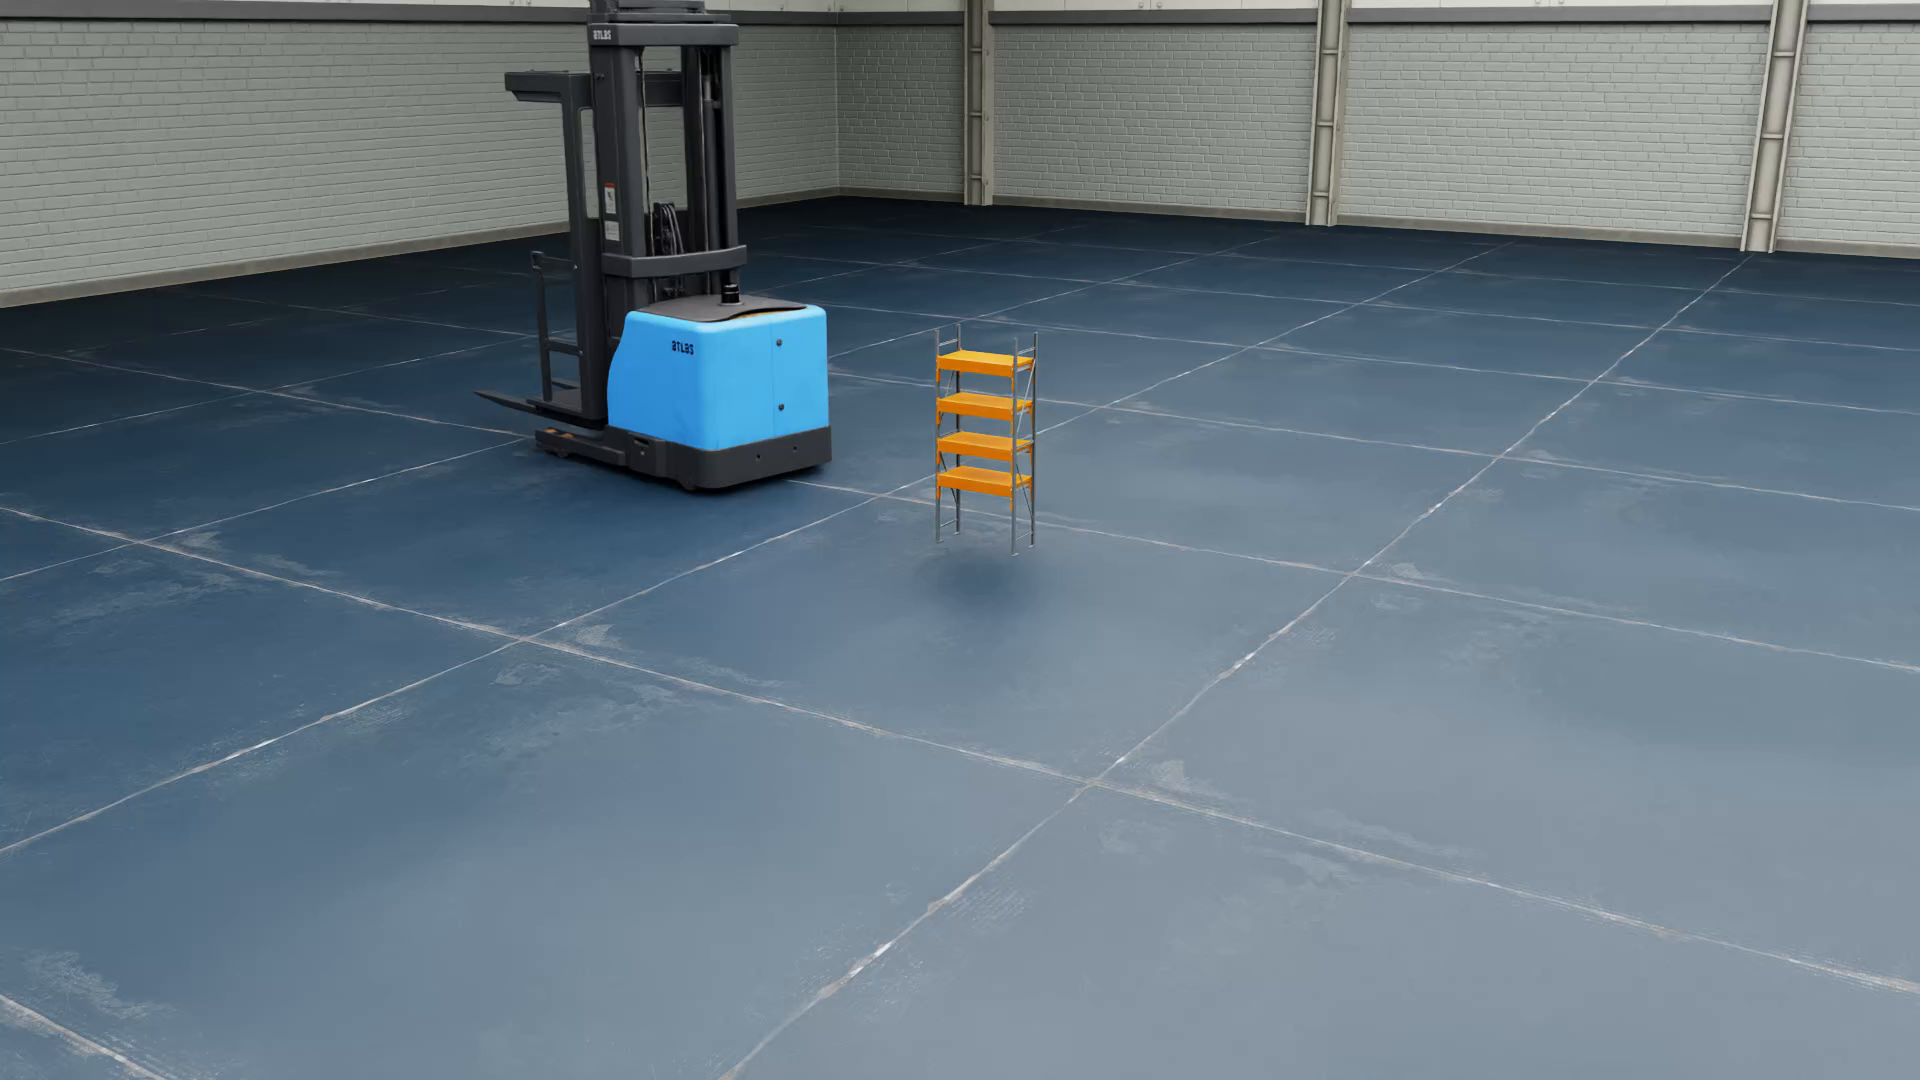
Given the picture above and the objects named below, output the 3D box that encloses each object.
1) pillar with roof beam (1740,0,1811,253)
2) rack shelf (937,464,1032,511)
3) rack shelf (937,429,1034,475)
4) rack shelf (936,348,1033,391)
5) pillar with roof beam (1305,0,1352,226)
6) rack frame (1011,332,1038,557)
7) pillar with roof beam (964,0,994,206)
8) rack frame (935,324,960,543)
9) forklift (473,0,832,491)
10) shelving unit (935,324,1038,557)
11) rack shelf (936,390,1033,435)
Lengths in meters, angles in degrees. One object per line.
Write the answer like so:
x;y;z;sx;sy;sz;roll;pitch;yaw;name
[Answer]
8.287;-7.064;17.155;0.400;9.000;9.100;10;20;30;pillar with roof beam
0.141;-0.295;9.201;0.480;0.148;0.258;10;20;30;rack shelf
0.141;-0.485;9.143;0.480;0.148;0.258;10;20;30;rack shelf
0.141;-0.925;9.010;0.480;0.148;0.258;10;20;30;rack shelf
3.174;-7.977;20.159;0.400;9.000;9.100;10;20;30;pillar with roof beam
0.349;-0.512;9.002;0.015;1.200;0.240;10;20;30;rack frame
-1.938;-8.890;23.164;0.400;9.000;9.100;10;20;30;pillar with roof beam
-0.067;-0.586;9.246;0.015;1.200;0.240;10;20;30;rack frame
-2.250;-2.049;11.083;3.031;2.935;1.130;15;23;41;forklift
0.141;-0.549;9.124;0.503;1.200;0.258;10;20;30;shelving unit
0.141;-0.699;9.078;0.480;0.148;0.258;10;20;30;rack shelf
